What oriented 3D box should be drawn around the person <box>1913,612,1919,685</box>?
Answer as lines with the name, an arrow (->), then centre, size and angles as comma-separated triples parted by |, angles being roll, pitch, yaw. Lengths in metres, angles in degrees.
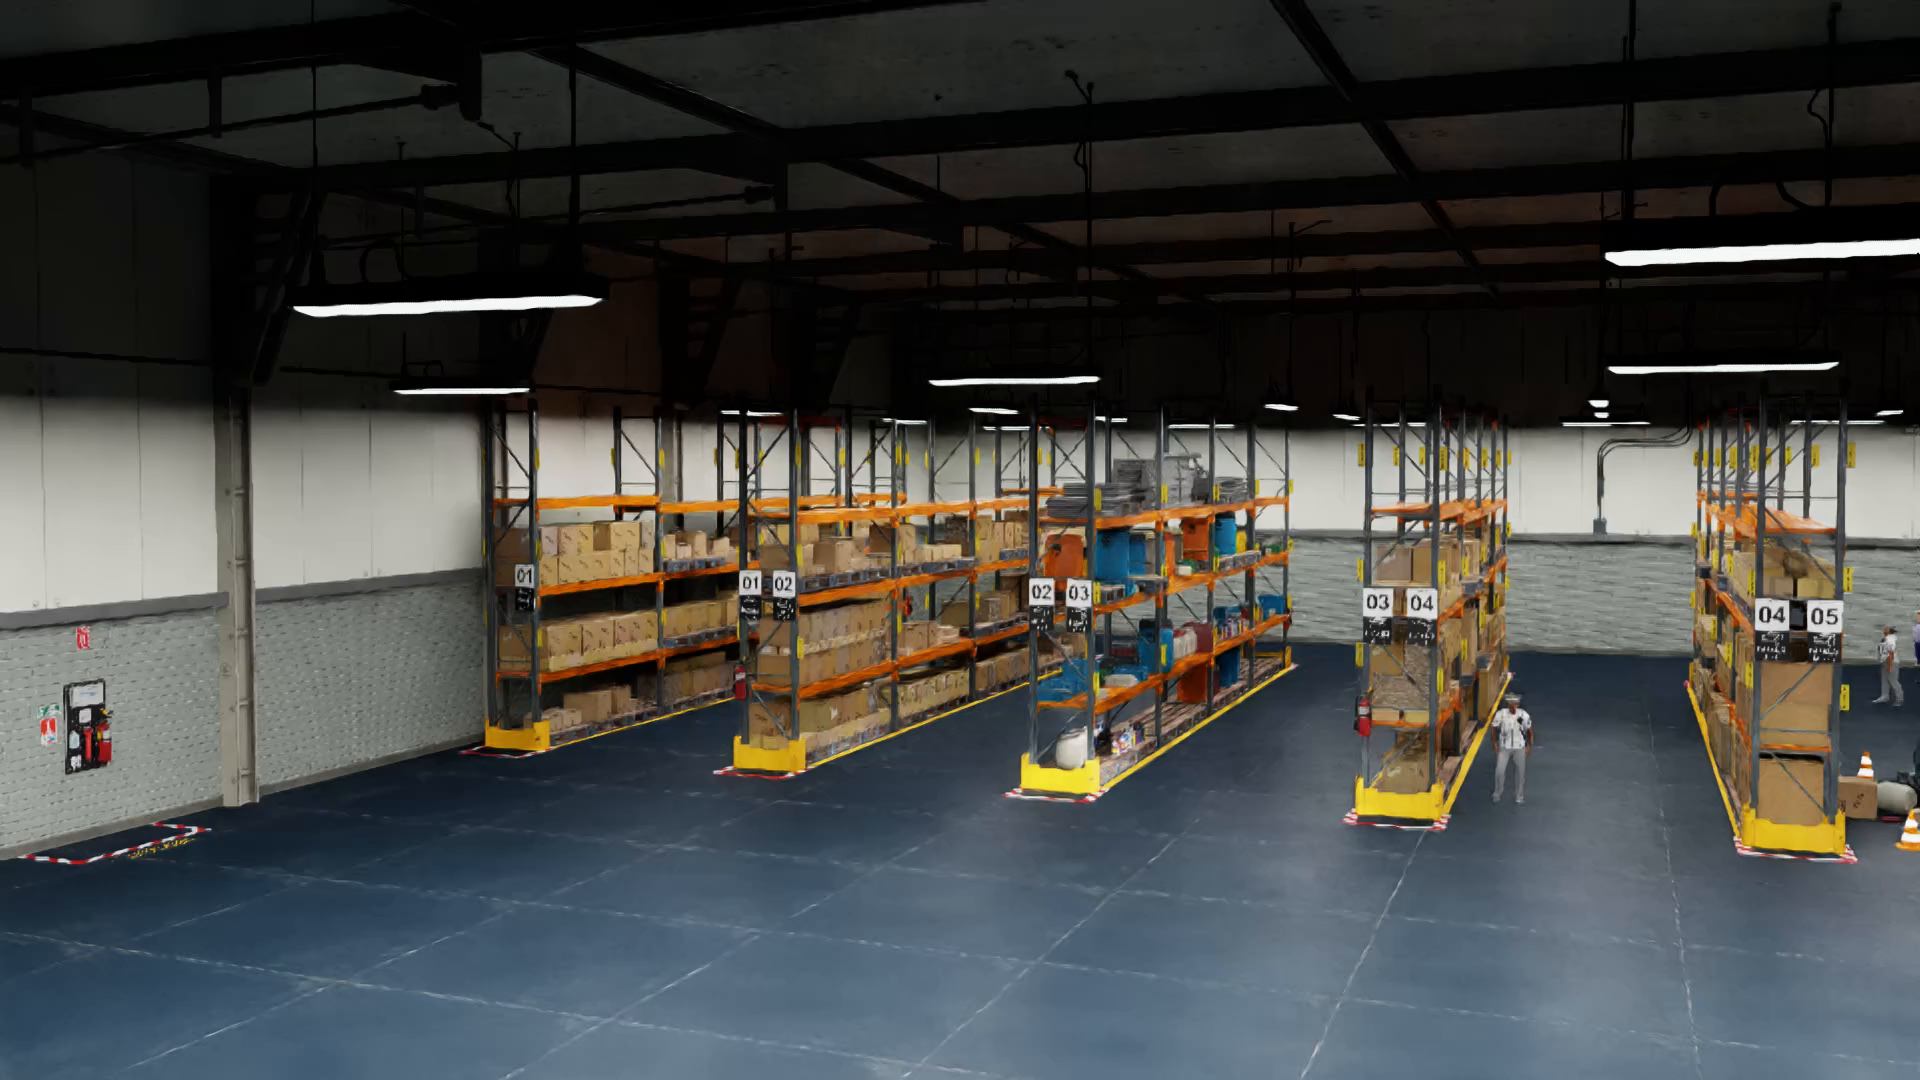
person -> 21.189, 2.386, 36.405 | 0.463, 1.628, 0.657 | 0, 3, -8

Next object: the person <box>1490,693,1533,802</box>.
person -> 8.008, 3.006, 24.142 | 0.592, 1.625, 0.526 | 1, 3, 19

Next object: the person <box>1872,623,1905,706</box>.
person -> 18.847, 2.507, 33.729 | 0.571, 1.651, 0.681 | 1, 3, 26
